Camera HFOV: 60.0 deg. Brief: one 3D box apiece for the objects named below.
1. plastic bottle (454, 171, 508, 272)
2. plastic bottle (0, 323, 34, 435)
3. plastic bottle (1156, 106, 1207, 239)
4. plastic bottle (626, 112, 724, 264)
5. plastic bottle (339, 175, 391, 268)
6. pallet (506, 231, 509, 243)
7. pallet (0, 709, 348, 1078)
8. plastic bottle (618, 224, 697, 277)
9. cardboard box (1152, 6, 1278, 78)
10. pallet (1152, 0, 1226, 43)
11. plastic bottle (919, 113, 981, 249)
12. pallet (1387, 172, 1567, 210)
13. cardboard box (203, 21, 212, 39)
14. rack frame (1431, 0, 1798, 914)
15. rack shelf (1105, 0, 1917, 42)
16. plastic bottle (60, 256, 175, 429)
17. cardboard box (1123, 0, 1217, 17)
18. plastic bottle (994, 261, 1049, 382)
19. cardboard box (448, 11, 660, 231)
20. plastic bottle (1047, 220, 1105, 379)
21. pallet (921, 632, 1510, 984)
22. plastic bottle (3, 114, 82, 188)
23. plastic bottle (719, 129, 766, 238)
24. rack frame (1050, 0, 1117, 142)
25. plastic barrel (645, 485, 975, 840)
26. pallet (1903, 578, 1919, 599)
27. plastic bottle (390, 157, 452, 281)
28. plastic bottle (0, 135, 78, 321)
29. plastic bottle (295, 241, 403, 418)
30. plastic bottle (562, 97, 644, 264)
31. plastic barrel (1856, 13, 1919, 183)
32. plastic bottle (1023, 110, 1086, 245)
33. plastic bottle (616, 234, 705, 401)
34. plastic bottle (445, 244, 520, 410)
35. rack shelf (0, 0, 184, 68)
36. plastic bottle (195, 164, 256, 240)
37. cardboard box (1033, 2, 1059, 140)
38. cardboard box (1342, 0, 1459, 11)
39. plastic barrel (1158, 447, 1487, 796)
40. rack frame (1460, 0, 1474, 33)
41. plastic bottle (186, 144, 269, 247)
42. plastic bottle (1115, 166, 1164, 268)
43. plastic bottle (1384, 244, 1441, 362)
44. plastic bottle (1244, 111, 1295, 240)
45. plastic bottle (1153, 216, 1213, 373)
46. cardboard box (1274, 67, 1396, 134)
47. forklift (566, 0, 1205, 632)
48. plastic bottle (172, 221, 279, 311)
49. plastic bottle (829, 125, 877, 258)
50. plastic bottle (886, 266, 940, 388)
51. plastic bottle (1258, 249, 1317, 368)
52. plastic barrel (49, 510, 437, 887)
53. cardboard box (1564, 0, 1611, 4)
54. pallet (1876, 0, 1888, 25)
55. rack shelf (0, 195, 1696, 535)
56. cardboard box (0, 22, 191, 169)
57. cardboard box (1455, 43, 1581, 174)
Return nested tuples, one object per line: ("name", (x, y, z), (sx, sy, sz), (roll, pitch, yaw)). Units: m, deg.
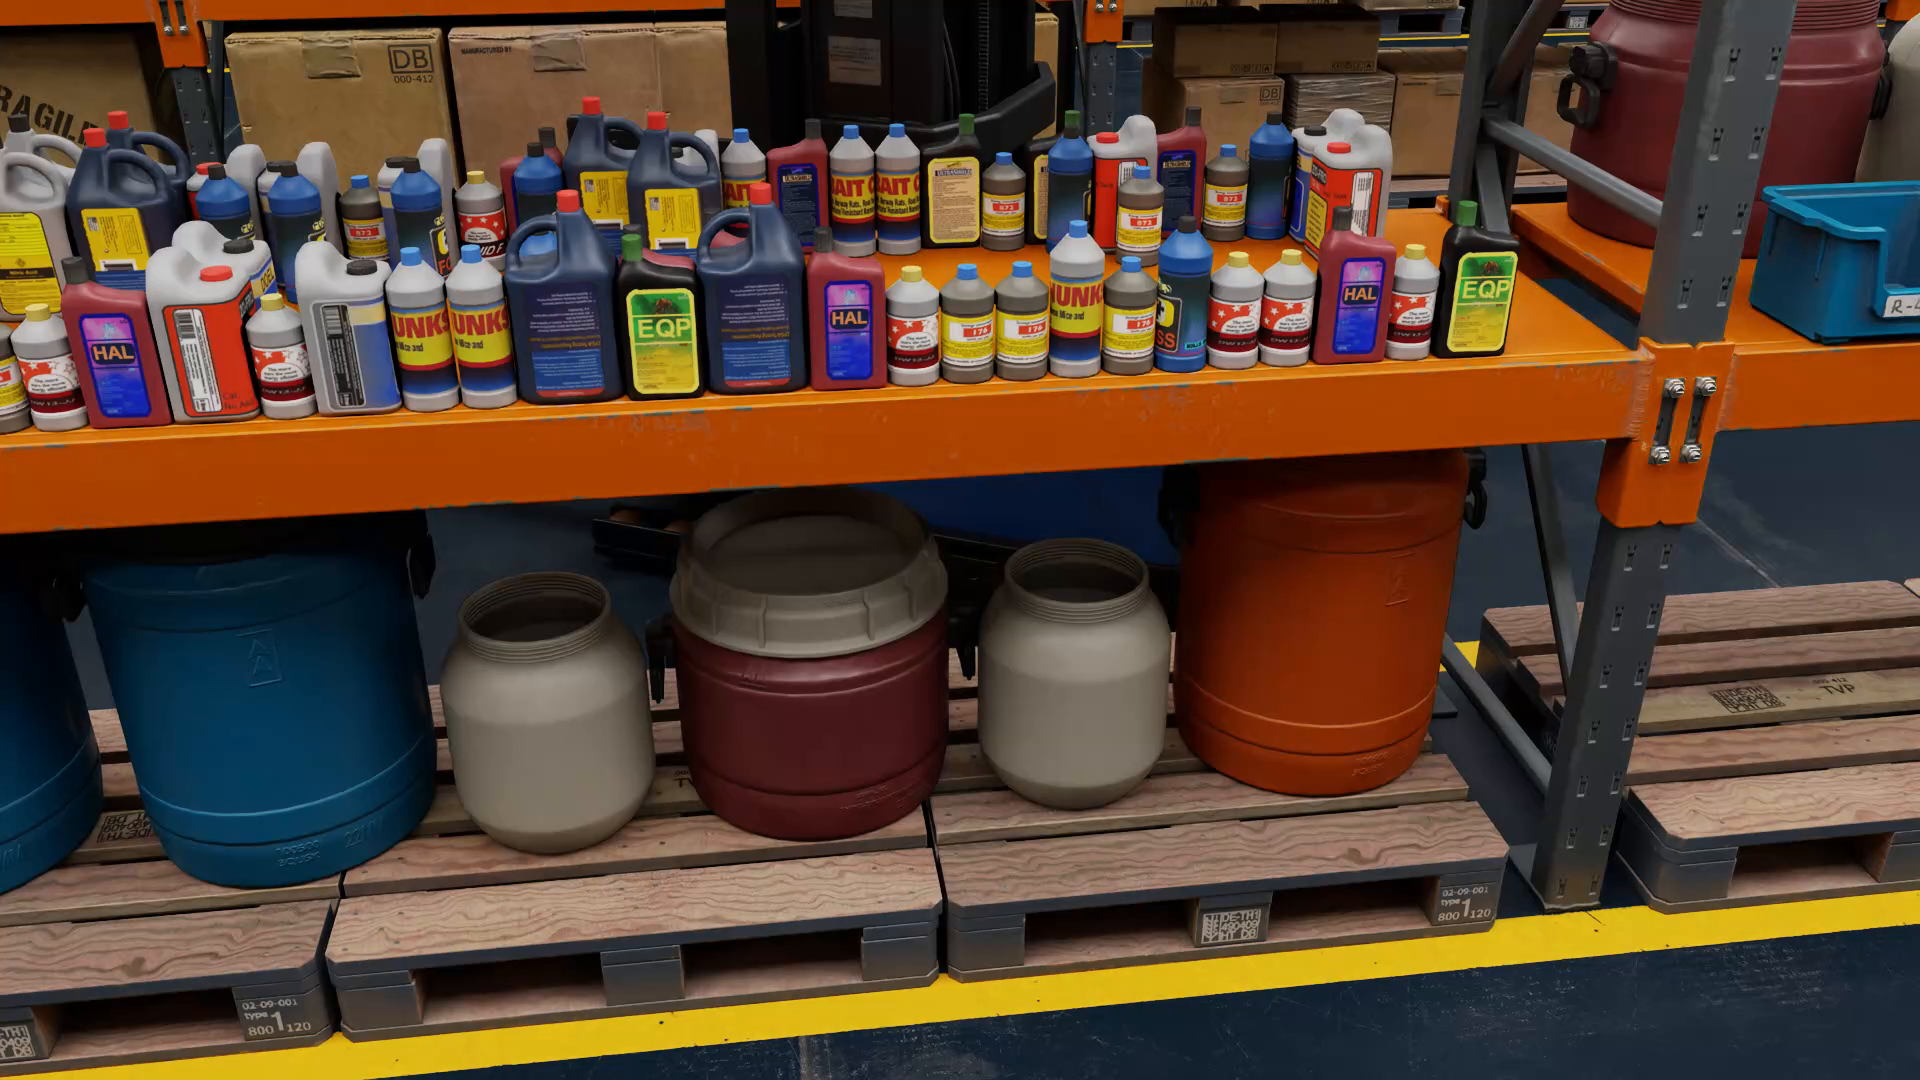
("plastic bottle", (-1.003, -0.670, 3.488), (0.097, 0.201, 0.097), (0, 27, 0))
("plastic bottle", (-1.595, -0.283, 2.732), (0.097, 0.201, 0.097), (0, 27, 0))
("plastic bottle", (0.472, -0.810, 3.671), (0.133, 0.283, 0.061), (-4, 27, -7))
("plastic bottle", (-0.574, -0.684, 3.350), (0.185, 0.351, 0.144), (-4, 27, -7))
("plastic bottle", (-1.233, -0.656, 3.460), (0.097, 0.201, 0.097), (0, 27, 0))
("pallet", (-2.620, -1.571, 8.080), (1.213, 0.211, 1.003), (-4, 27, -7))
("pallet", (-1.914, 0.721, 3.613), (1.213, 0.211, 1.003), (-4, 27, -7))
("plastic bottle", (-0.519, -0.408, 2.887), (0.133, 0.283, 0.061), (-4, 27, -7))
("cardboard box", (1.246, -2.456, 8.186), (0.500, 0.250, 0.500), (-3, 27, -5))
("pallet", (1.993, -4.083, 12.976), (1.213, 0.211, 1.003), (-4, 27, -7))
("plastic bottle", (-0.022, -0.778, 3.609), (0.133, 0.283, 0.061), (-4, 27, -7))
("pallet", (2.567, -1.867, 8.658), (1.213, 0.211, 1.003), (-4, 27, -7))
("cardboard box", (-5.331, -3.651, 11.742), (0.250, 0.149, 0.380), (-4, 27, -7))
("rack frame", (1.277, -0.744, 3.414), (0.127, 3.000, 1.000), (-4, 27, -7))
("rack shelf", (2.568, -2.790, 8.189), (4.000, 0.370, 1.077), (-4, 27, -7))
("plastic bottle", (-1.382, -0.324, 2.724), (0.133, 0.283, 0.061), (-4, 27, -7))
("cardboard box", (1.477, -4.472, 12.685), (0.750, 0.750, 1.050), (-3, 27, -6))
("plastic bottle", (0.109, -0.392, 2.946), (0.097, 0.201, 0.097), (0, 27, 0))
("cardboard box", (-1.858, -2.077, 7.879), (0.875, 0.875, 1.225), (-5, 28, -9))
("plastic bottle", (0.205, -0.429, 2.942), (0.097, 0.271, 0.097), (0, 27, 0))
("pallet", (0.502, 0.566, 3.916), (1.213, 0.211, 1.003), (-4, 27, -7))
("plastic bottle", (-1.819, -0.674, 3.331), (0.185, 0.351, 0.144), (-4, 27, -7))
("plastic bottle", (-0.459, -0.737, 3.541), (0.097, 0.271, 0.097), (0, 27, 0))
("rack frame", (0.587, -2.983, 7.777), (0.127, 3.000, 1.000), (-4, 27, -7))
("plastic barrel", (-0.323, 0.253, 3.653), (0.708, 0.588, 0.600), (-4, 27, -7))
("pallet", (3.255, 0.389, 4.260), (1.213, 0.211, 1.003), (-4, 27, -7))
("plastic bottle", (-1.079, -0.627, 3.326), (0.097, 0.271, 0.097), (0, 27, 0))
("plastic bottle", (-1.799, -0.609, 3.204), (0.185, 0.351, 0.144), (-4, 27, -7))
("plastic bottle", (-1.026, -0.365, 2.811), (0.135, 0.276, 0.152), (-4, 27, -7))
("plastic bottle", (-0.728, -0.744, 3.468), (0.185, 0.351, 0.144), (-4, 27, -7))
("plastic barrel", (2.266, -0.955, 3.704), (0.421, 0.512, 0.421), (0, 27, 0))
("plastic bottle", (0.207, -0.793, 3.638), (0.133, 0.283, 0.061), (-4, 27, -7))
("plastic bottle", (-0.511, -0.380, 2.833), (0.133, 0.283, 0.061), (-4, 27, -7))
("plastic bottle", (-0.811, -0.364, 2.815), (0.097, 0.271, 0.097), (0, 27, 0))
("rack shelf", (-5.354, -2.281, 7.198), (4.000, 0.370, 1.077), (-4, 27, -7))
("plastic bottle", (-1.442, -0.603, 3.281), (0.097, 0.271, 0.097), (0, 27, 0))
("cardboard box", (-0.099, -2.190, 8.099), (0.875, 0.875, 1.225), (-5, 28, -10))
("cardboard box", (3.355, -4.592, 12.917), (0.750, 0.750, 1.050), (-4, 27, -7))
("plastic barrel", (0.795, 0.074, 3.737), (0.708, 0.830, 0.600), (-4, 27, -7))
("rack frame", (3.957, -5.486, 12.656), (0.127, 3.000, 1.000), (-4, 27, -7))
("plastic bottle", (-1.477, -0.661, 3.387), (0.135, 0.276, 0.152), (-4, 27, -7))
("plastic bottle", (0.381, -0.689, 3.525), (0.097, 0.201, 0.097), (0, 27, 0))
("plastic bottle", (0.819, -0.438, 3.035), (0.097, 0.201, 0.097), (0, 27, 0))
("plastic bottle", (0.685, -0.810, 3.684), (0.097, 0.271, 0.097), (0, 27, 0))
("plastic bottle", (0.398, -0.442, 2.966), (0.097, 0.271, 0.097), (0, 27, 0))
("cardboard box", (1.795, -2.159, 8.428), (0.500, 0.500, 0.700), (-6, 28, -11))
("forklift", (-0.584, -1.407, 4.781), (3.031, 2.935, 1.130), (10, 29, 19))
("plastic bottle", (-1.277, -0.419, 2.917), (0.135, 0.276, 0.152), (-4, 27, -7))
("plastic bottle", (-0.230, -0.751, 3.569), (0.097, 0.271, 0.097), (0, 27, 0))
("plastic bottle", (-0.084, -0.380, 2.922), (0.097, 0.201, 0.097), (0, 27, 0))
("plastic bottle", (0.591, -0.423, 3.006), (0.097, 0.201, 0.097), (0, 27, 0))
("plastic barrel", (-1.441, 0.186, 3.441), (0.708, 0.901, 0.600), (-4, 27, -7))
("cardboard box", (4.590, -4.736, 13.061), (0.875, 0.875, 0.875), (-3, 27, -6))
("pallet", (7.137, -4.413, 13.620), (1.213, 0.211, 1.003), (-4, 27, -7))
("rack shelf", (-0.703, -0.296, 3.330), (4.000, 0.370, 1.077), (-4, 27, -7))
("cardboard box", (-4.038, -1.964, 7.659), (0.875, 0.875, 0.875), (-4, 27, -7))
("cardboard box", (2.908, -2.234, 8.574), (0.500, 0.500, 0.700), (-6, 28, -12))
